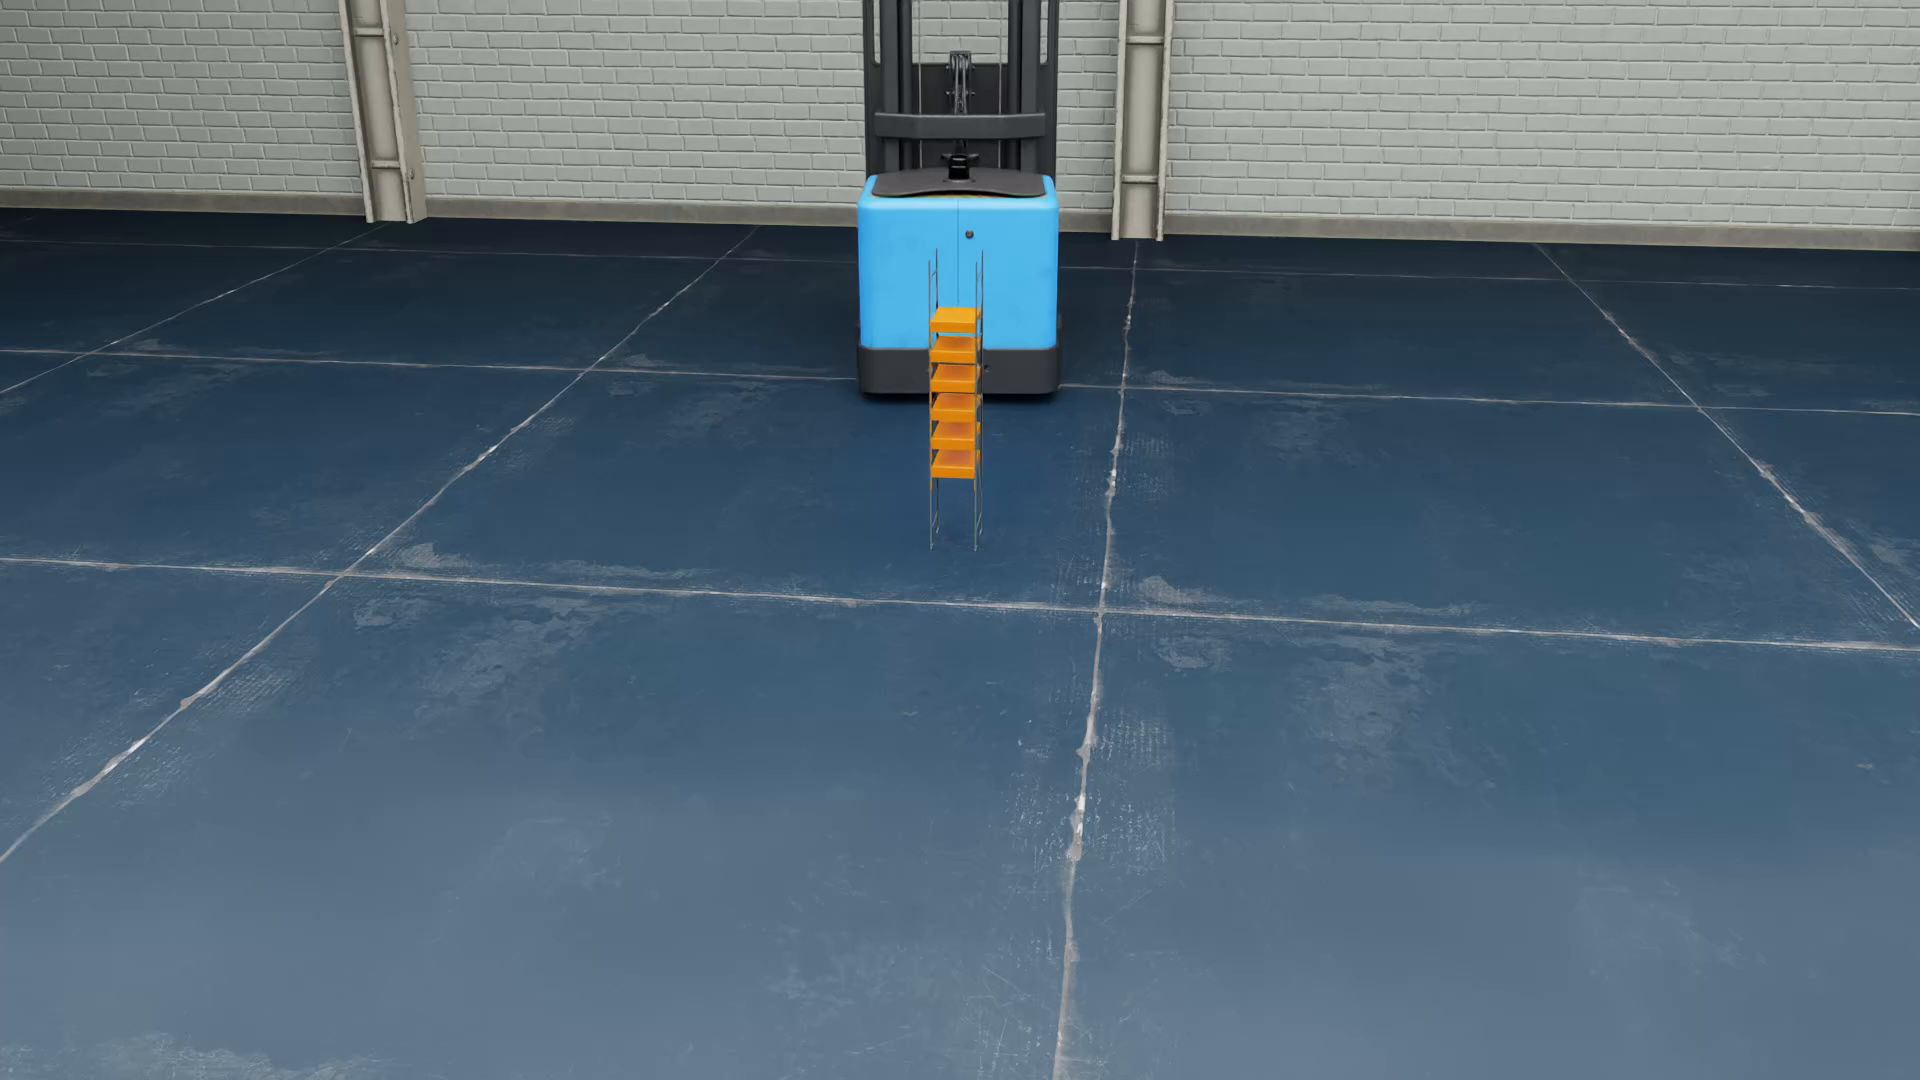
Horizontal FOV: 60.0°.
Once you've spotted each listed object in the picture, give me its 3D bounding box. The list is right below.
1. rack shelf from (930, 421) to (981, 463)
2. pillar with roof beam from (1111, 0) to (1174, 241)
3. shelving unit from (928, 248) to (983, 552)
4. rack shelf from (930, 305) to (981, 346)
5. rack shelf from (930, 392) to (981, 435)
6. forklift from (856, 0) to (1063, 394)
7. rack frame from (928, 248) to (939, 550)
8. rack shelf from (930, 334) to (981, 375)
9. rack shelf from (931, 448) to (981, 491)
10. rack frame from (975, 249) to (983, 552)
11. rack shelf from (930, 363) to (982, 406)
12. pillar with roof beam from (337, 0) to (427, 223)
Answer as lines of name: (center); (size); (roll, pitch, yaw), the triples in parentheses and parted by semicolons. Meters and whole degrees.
rack shelf: (-0.014, -0.406, 6.781); (0.180, 0.103, 0.258); (2, 22, 6)
pillar with roof beam: (0.870, -4.968, 7.266); (0.400, 9.000, 9.100); (2, 22, 6)
shelving unit: (-0.014, -0.559, 6.721); (0.189, 1.200, 0.258); (2, 22, 6)
rack shelf: (-0.014, -0.852, 6.605); (0.180, 0.103, 0.258); (2, 22, 6)
rack shelf: (-0.014, -0.517, 6.737); (0.180, 0.103, 0.258); (2, 22, 6)
forklift: (0.007, -2.615, 9.568); (1.130, 2.935, 3.031); (0, 22, 1)
rack frame: (-0.105, -0.563, 6.731); (0.006, 1.200, 0.240); (2, 22, 6)
rack shelf: (-0.014, -0.740, 6.649); (0.180, 0.103, 0.258); (2, 22, 6)
rack shelf: (-0.014, -0.294, 6.825); (0.180, 0.103, 0.258); (2, 22, 6)
rack frame: (0.076, -0.555, 6.711); (0.006, 1.200, 0.240); (2, 22, 6)
rack shelf: (-0.014, -0.629, 6.693); (0.180, 0.103, 0.258); (2, 22, 6)
pillar with roof beam: (-5.089, -5.227, 7.922); (0.400, 9.000, 9.100); (2, 22, 6)
